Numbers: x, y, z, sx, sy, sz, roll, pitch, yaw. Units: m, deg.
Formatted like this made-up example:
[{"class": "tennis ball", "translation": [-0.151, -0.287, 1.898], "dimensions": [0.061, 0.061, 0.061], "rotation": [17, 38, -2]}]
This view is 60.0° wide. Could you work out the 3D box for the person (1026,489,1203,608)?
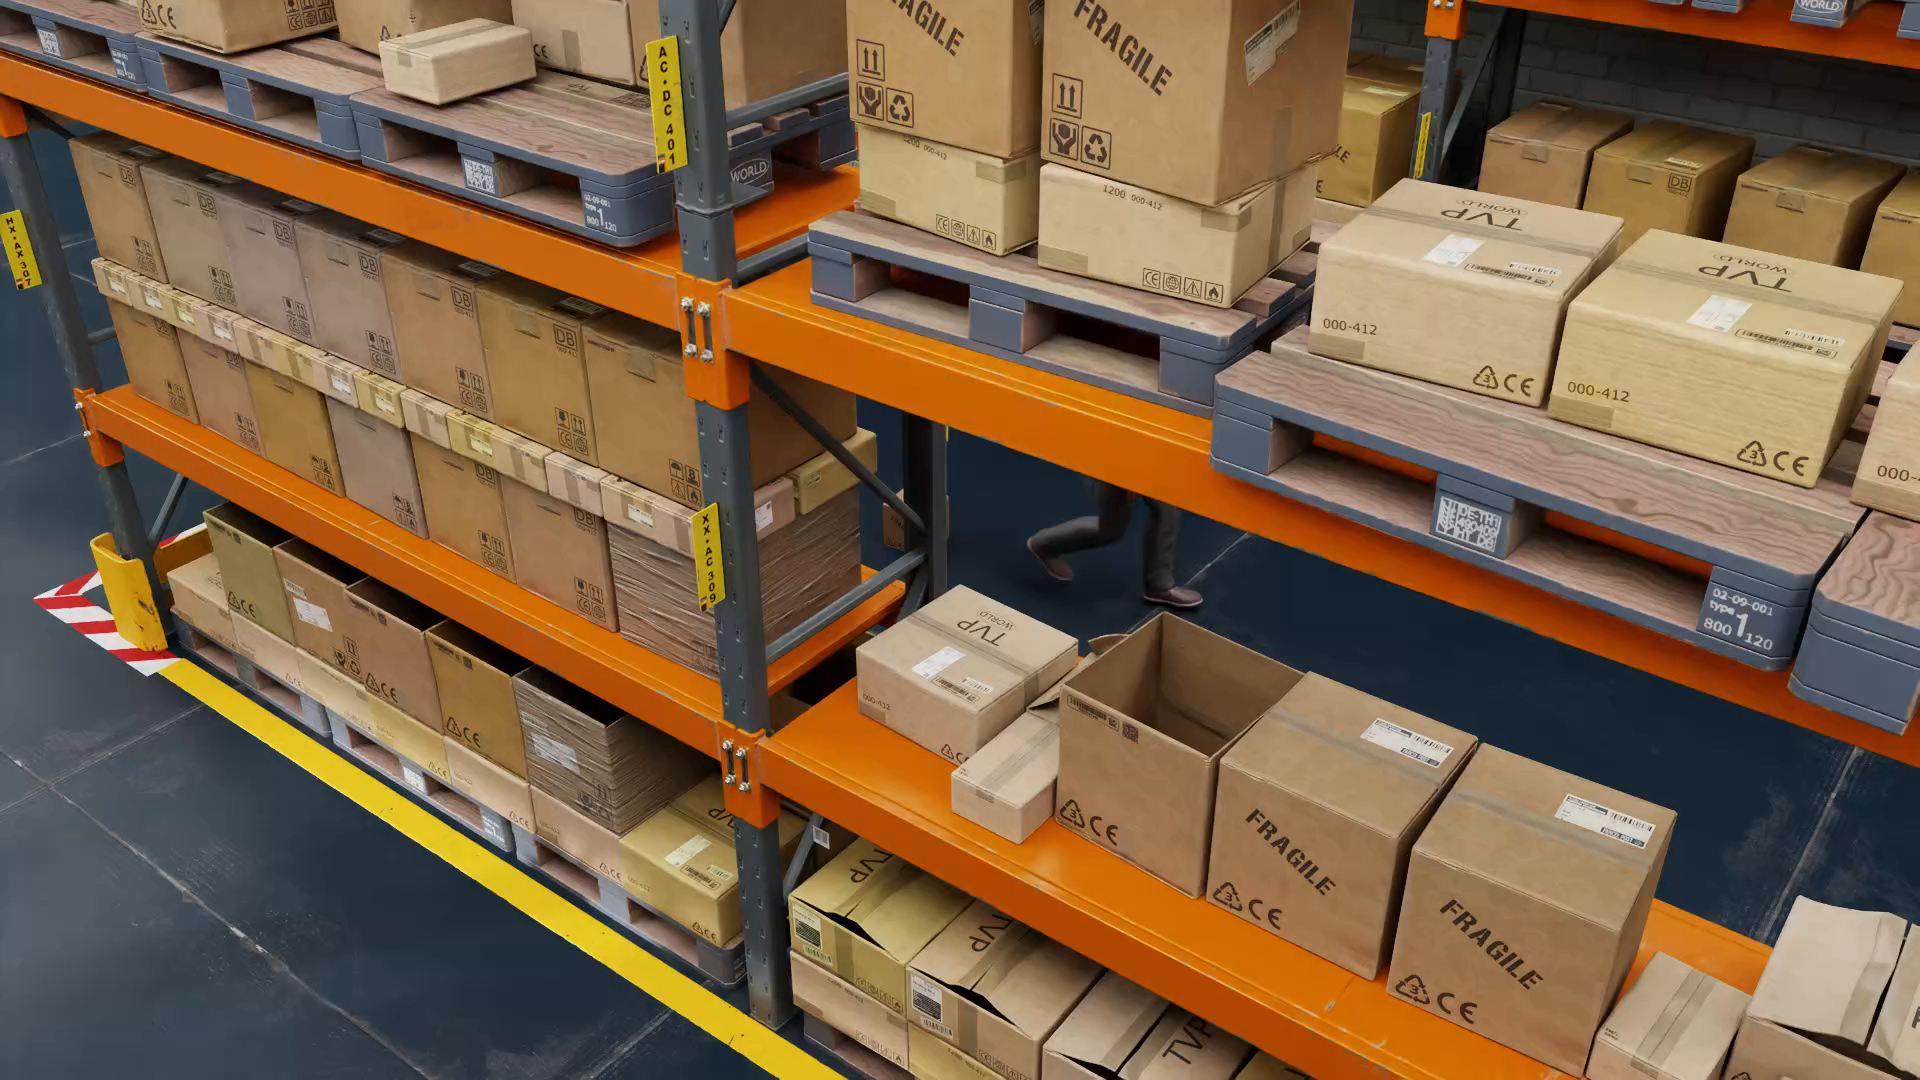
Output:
[{"class": "person", "translation": [0.755, -0.424, 7.829], "dimensions": [0.882, 1.617, 0.459], "rotation": [13, 33, 21]}]
